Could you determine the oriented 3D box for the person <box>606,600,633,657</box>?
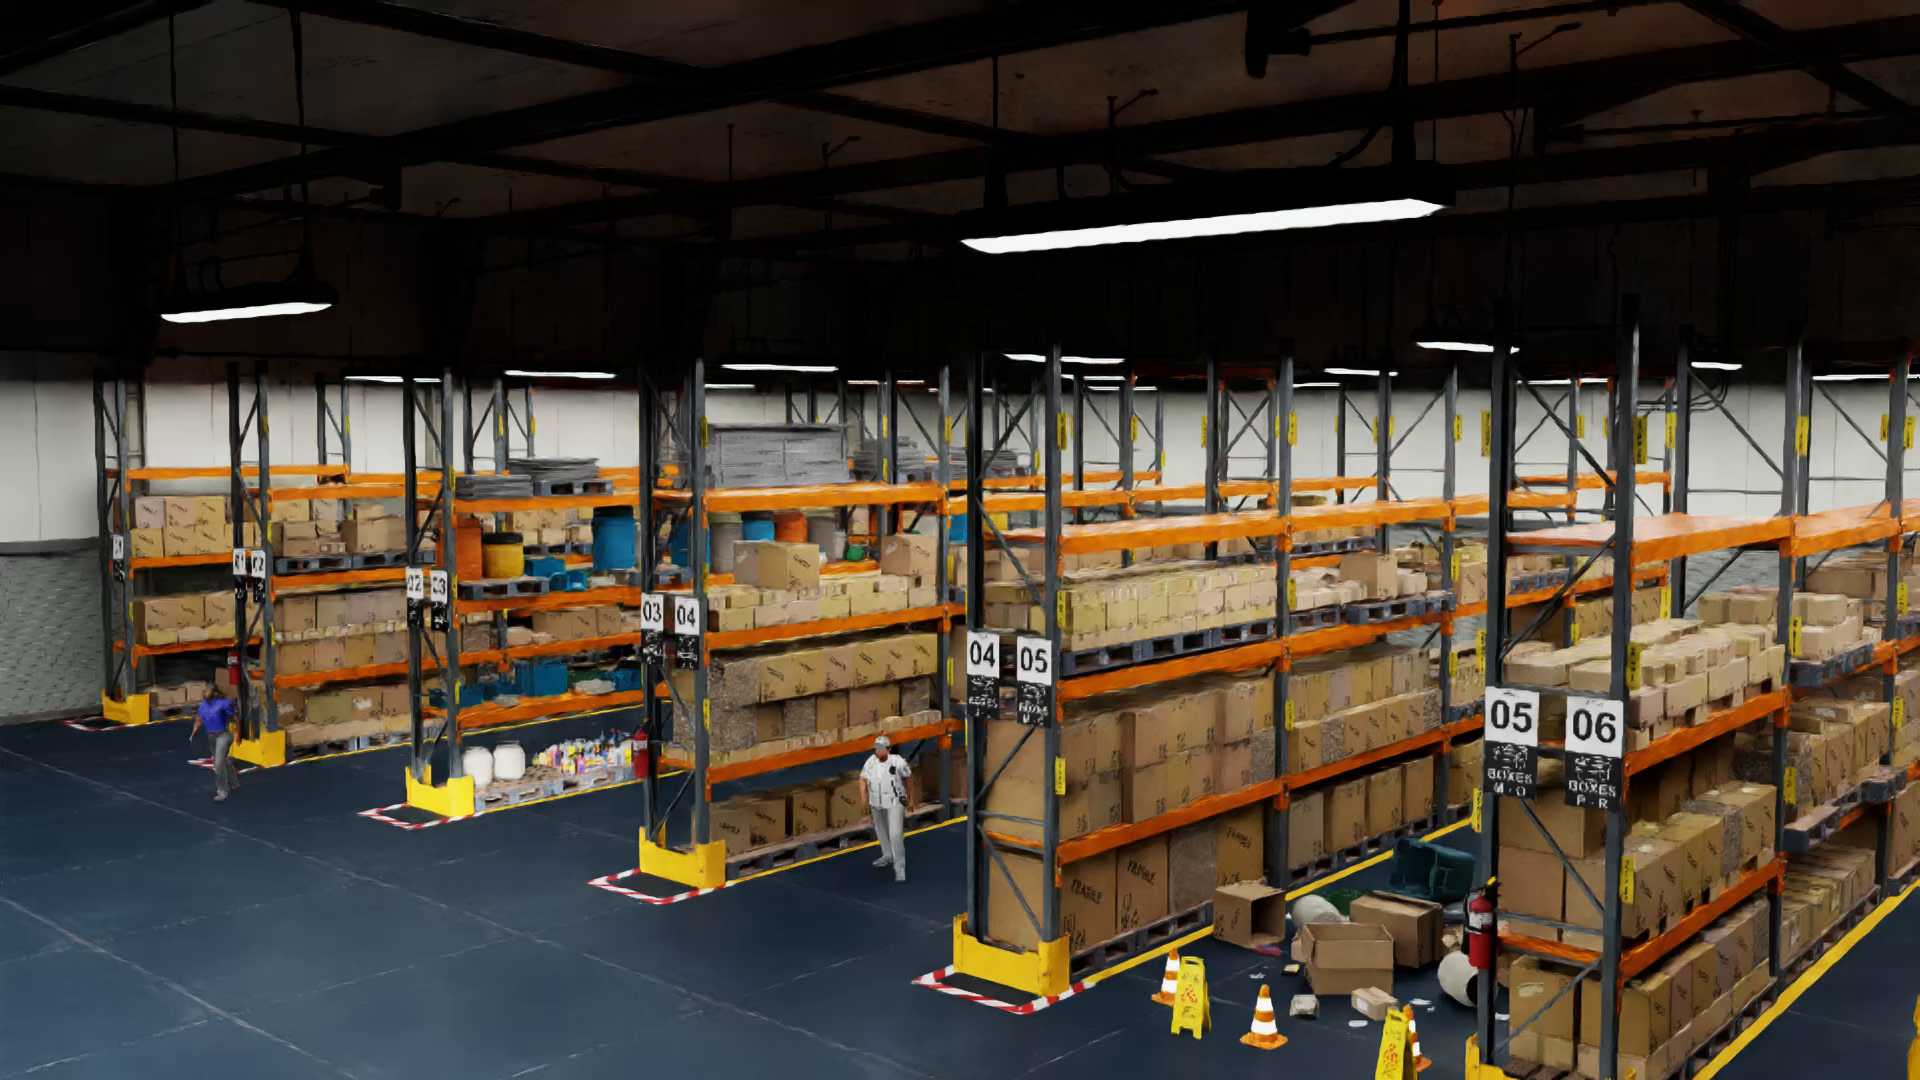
[{"bbox_3d":[-6.588,1.980,32.162,0.523,1.631,0.463,-1,4,-18],"label":"person"}]

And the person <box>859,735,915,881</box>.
[{"bbox_3d":[-0.786,2.977,18.818,0.661,1.599,0.805,2,5,23],"label":"person"}]

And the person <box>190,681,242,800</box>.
[{"bbox_3d":[-10.070,2.694,22.671,0.617,1.590,0.812,2,5,23],"label":"person"}]
